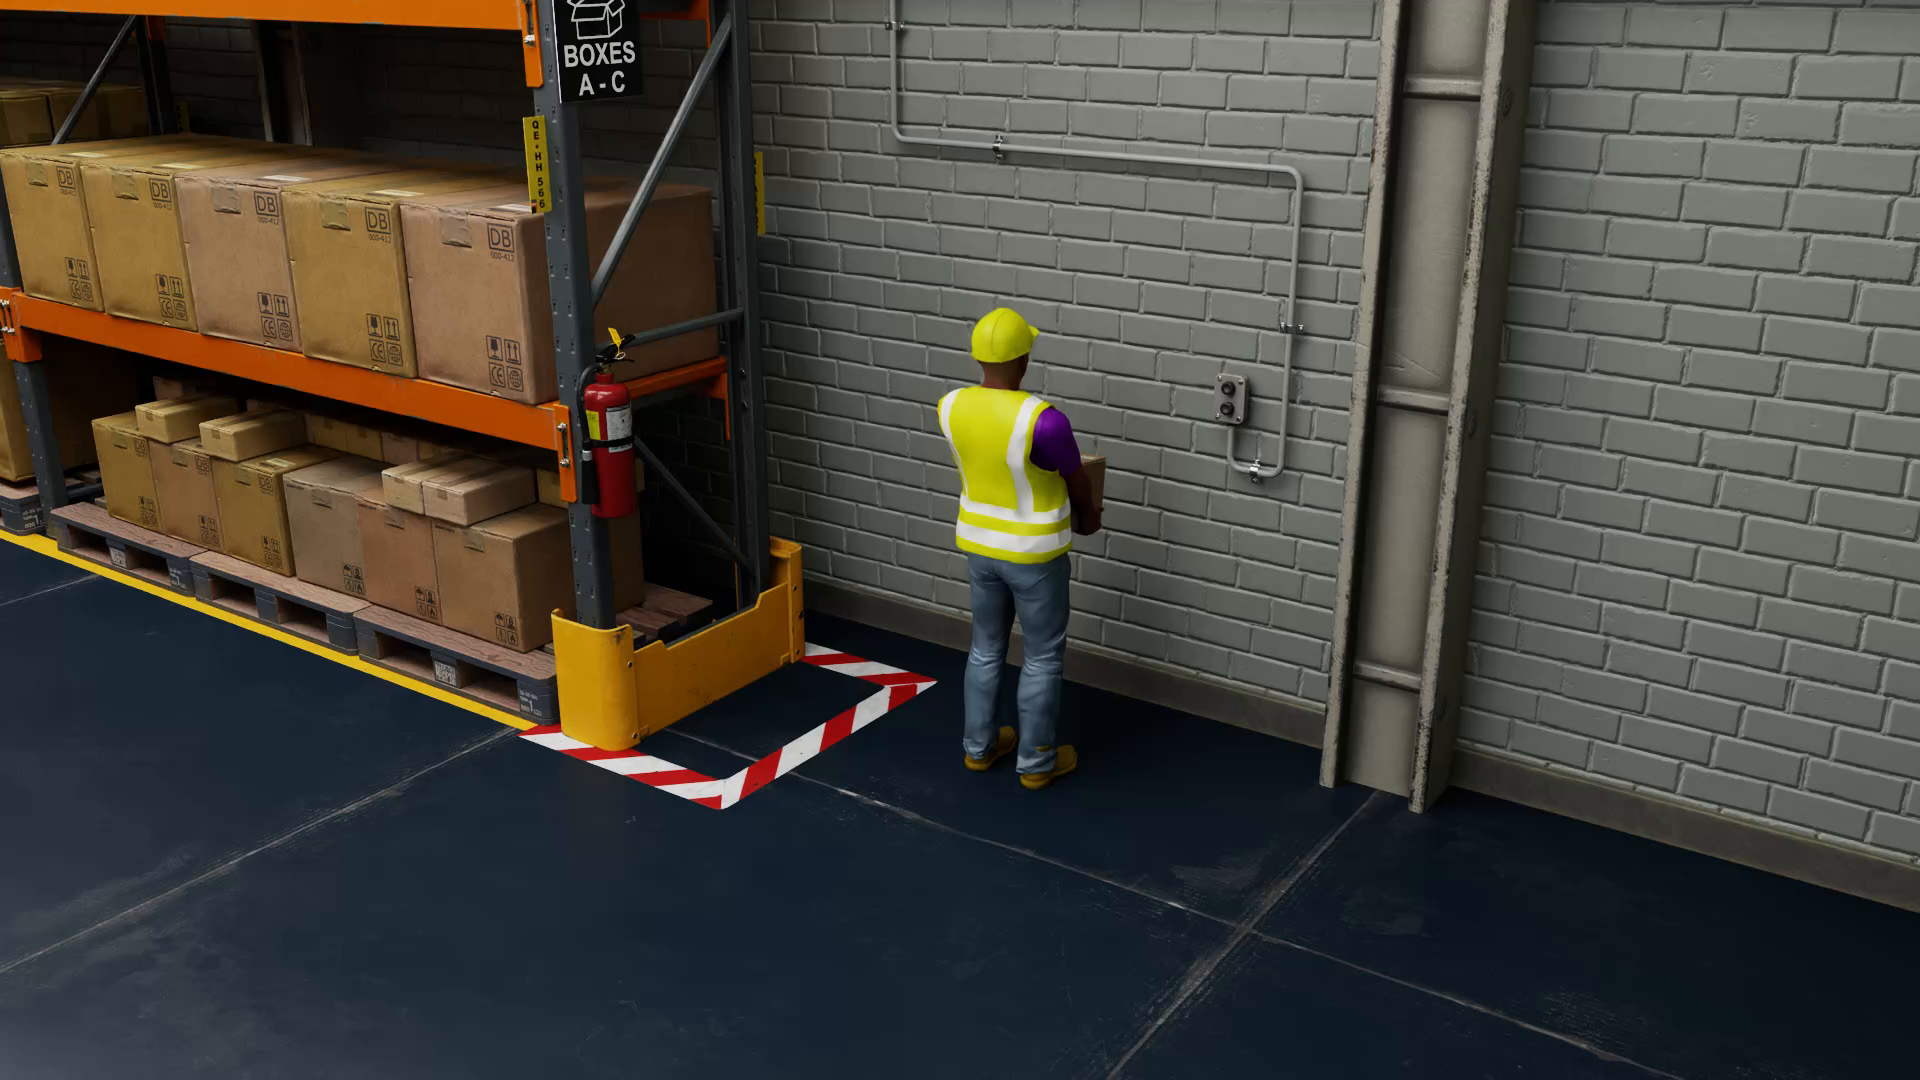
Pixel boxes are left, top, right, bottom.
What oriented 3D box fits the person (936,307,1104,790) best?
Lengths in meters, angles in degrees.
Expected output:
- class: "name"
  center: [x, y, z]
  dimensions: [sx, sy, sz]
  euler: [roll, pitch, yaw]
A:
- class: "person"
  center: [0.241, 0.004, 6.035]
  dimensions: [0.503, 1.760, 0.587]
  euler: [13, 24, 33]
